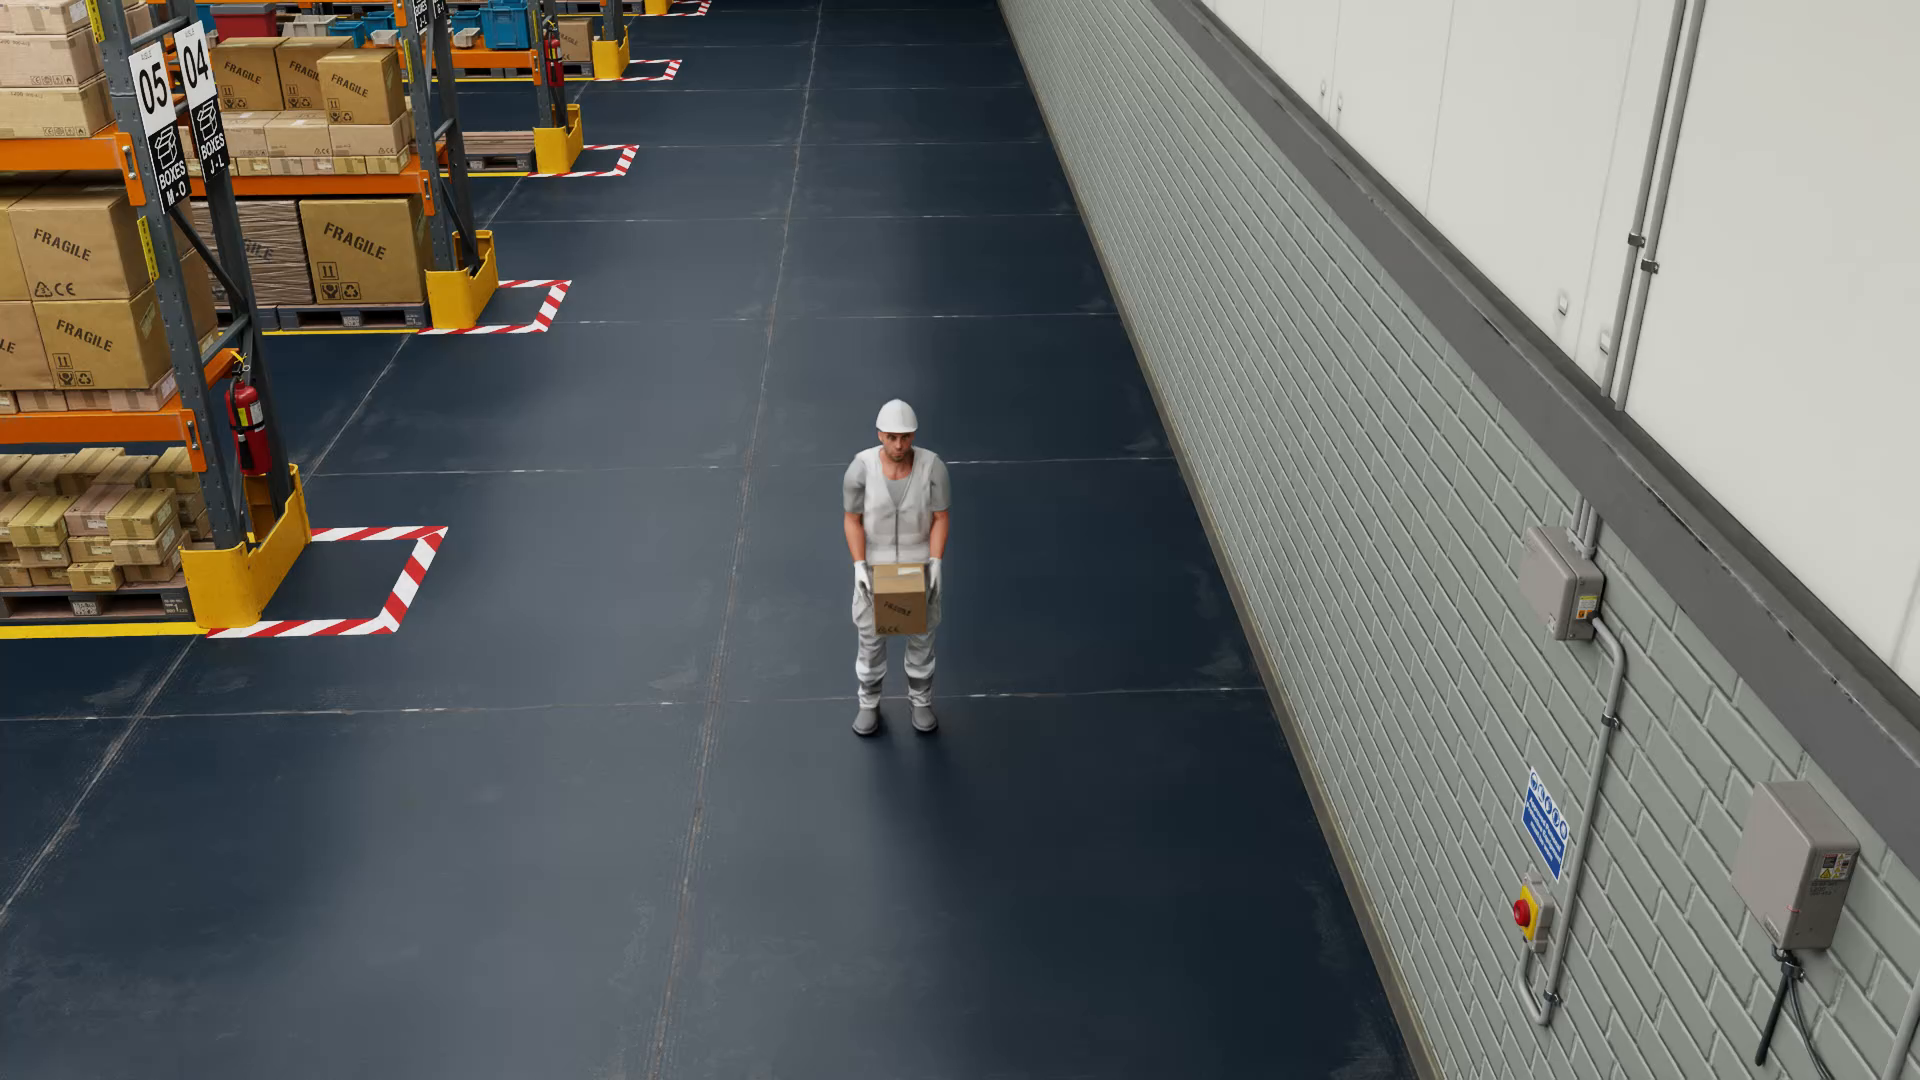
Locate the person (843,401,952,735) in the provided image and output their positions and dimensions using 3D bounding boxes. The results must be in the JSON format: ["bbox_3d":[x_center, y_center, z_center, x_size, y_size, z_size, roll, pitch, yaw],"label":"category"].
[{"bbox_3d":[-0.305,0.143,8.314,0.539,1.789,0.437,-2,27,-4],"label":"person"}]
